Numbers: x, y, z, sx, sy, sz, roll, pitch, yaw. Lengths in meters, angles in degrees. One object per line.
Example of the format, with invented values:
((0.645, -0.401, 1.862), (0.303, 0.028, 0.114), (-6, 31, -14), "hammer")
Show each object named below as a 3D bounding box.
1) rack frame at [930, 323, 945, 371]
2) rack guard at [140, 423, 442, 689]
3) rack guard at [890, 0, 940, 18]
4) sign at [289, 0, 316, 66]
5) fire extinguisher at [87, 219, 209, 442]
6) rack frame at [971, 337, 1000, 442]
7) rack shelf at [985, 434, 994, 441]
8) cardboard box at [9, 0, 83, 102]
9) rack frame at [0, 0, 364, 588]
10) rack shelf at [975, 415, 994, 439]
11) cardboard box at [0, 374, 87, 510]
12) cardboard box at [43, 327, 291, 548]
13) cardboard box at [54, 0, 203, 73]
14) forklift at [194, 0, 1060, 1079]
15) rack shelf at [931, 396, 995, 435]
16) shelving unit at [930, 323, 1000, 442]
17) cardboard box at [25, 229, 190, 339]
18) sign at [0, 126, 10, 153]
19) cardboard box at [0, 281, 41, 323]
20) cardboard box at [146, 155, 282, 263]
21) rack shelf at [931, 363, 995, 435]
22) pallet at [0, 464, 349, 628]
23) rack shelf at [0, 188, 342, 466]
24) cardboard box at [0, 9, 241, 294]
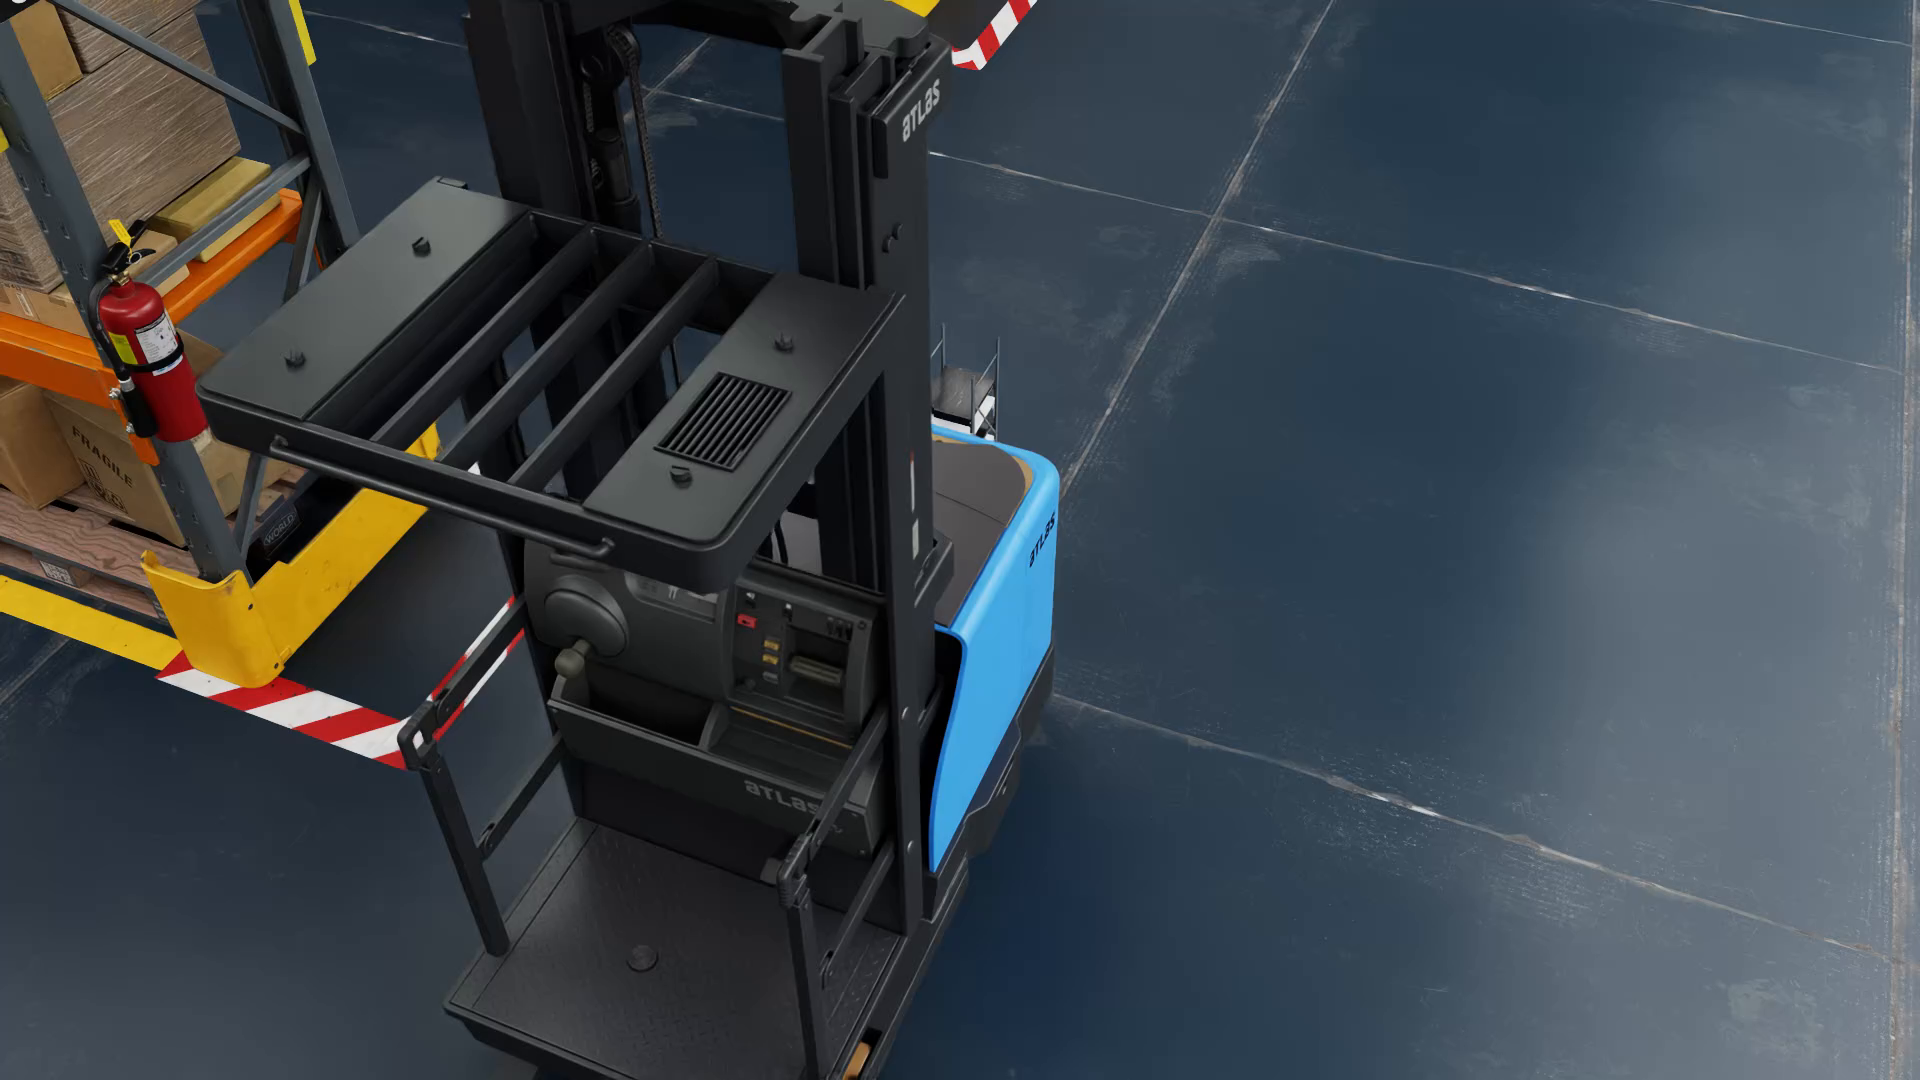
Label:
((-0.101, -0.349, 5.963), (0.006, 0.900, 0.240), (16, 47, 16), "rack frame")
((-2.339, -0.078, 5.974), (0.348, 0.500, 1.175), (16, 47, 16), "rack guard")
((-0.244, -3.252, 9.164), (0.348, 0.500, 1.175), (16, 47, 16), "rack guard")
((-2.060, -1.603, 5.121), (0.005, 0.325, 0.100), (16, 47, 16), "sign")
((-2.341, -0.585, 4.766), (0.183, 0.674, 0.296), (16, 47, 16), "fire extinguisher")
((0.086, -0.294, 5.907), (0.006, 0.900, 0.240), (16, 47, 16), "rack frame")
((-0.007, -0.298, 5.958), (0.200, 0.077, 0.258), (16, 47, 16), "rack shelf")
((-2.872, -1.427, 4.567), (0.500, 0.500, 0.500), (16, 47, 16), "cardboard box")
((-2.269, -0.943, 5.071), (0.127, 3.000, 1.000), (16, 47, 16), "rack frame")
((-0.007, -0.361, 5.895), (0.200, 0.077, 0.258), (16, 47, 16), "rack shelf")
((-3.404, -0.526, 6.127), (0.500, 0.500, 0.500), (29, 52, 26), "cardboard box")
((-2.839, -0.386, 5.986), (0.500, 0.500, 0.500), (25, 50, 23), "cardboard box")
((-2.671, -1.765, 4.907), (0.500, 0.500, 0.500), (16, 47, 16), "cardboard box")
((-0.721, 0.306, 3.864), (1.130, 2.935, 3.031), (16, 47, 16), "forklift")
((-0.007, -0.425, 5.831), (0.200, 0.077, 0.258), (16, 47, 16), "rack shelf")
((-0.007, -0.321, 5.935), (0.210, 0.900, 0.258), (16, 47, 16), "shelving unit")
((-2.611, -0.797, 5.103), (0.250, 0.149, 0.380), (16, 47, 16), "cardboard box")
((-2.501, -1.110, 4.194), (0.005, 0.325, 0.100), (16, 47, 16), "sign")
((-2.842, -0.865, 5.171), (0.250, 0.149, 0.380), (16, 47, 16), "cardboard box")
((-2.440, -1.087, 5.394), (0.250, 0.149, 0.380), (16, 47, 16), "cardboard box")
((-0.007, -0.489, 5.768), (0.200, 0.077, 0.258), (16, 47, 16), "rack shelf")
((-3.075, -0.219, 6.320), (1.213, 0.211, 1.003), (16, 47, 16), "pallet")
((-4.115, -1.231, 5.871), (4.000, 0.370, 1.077), (16, 47, 16), "rack shelf")
((-2.766, -1.251, 5.099), (0.500, 0.500, 0.875), (16, 47, 16), "cardboard box")
